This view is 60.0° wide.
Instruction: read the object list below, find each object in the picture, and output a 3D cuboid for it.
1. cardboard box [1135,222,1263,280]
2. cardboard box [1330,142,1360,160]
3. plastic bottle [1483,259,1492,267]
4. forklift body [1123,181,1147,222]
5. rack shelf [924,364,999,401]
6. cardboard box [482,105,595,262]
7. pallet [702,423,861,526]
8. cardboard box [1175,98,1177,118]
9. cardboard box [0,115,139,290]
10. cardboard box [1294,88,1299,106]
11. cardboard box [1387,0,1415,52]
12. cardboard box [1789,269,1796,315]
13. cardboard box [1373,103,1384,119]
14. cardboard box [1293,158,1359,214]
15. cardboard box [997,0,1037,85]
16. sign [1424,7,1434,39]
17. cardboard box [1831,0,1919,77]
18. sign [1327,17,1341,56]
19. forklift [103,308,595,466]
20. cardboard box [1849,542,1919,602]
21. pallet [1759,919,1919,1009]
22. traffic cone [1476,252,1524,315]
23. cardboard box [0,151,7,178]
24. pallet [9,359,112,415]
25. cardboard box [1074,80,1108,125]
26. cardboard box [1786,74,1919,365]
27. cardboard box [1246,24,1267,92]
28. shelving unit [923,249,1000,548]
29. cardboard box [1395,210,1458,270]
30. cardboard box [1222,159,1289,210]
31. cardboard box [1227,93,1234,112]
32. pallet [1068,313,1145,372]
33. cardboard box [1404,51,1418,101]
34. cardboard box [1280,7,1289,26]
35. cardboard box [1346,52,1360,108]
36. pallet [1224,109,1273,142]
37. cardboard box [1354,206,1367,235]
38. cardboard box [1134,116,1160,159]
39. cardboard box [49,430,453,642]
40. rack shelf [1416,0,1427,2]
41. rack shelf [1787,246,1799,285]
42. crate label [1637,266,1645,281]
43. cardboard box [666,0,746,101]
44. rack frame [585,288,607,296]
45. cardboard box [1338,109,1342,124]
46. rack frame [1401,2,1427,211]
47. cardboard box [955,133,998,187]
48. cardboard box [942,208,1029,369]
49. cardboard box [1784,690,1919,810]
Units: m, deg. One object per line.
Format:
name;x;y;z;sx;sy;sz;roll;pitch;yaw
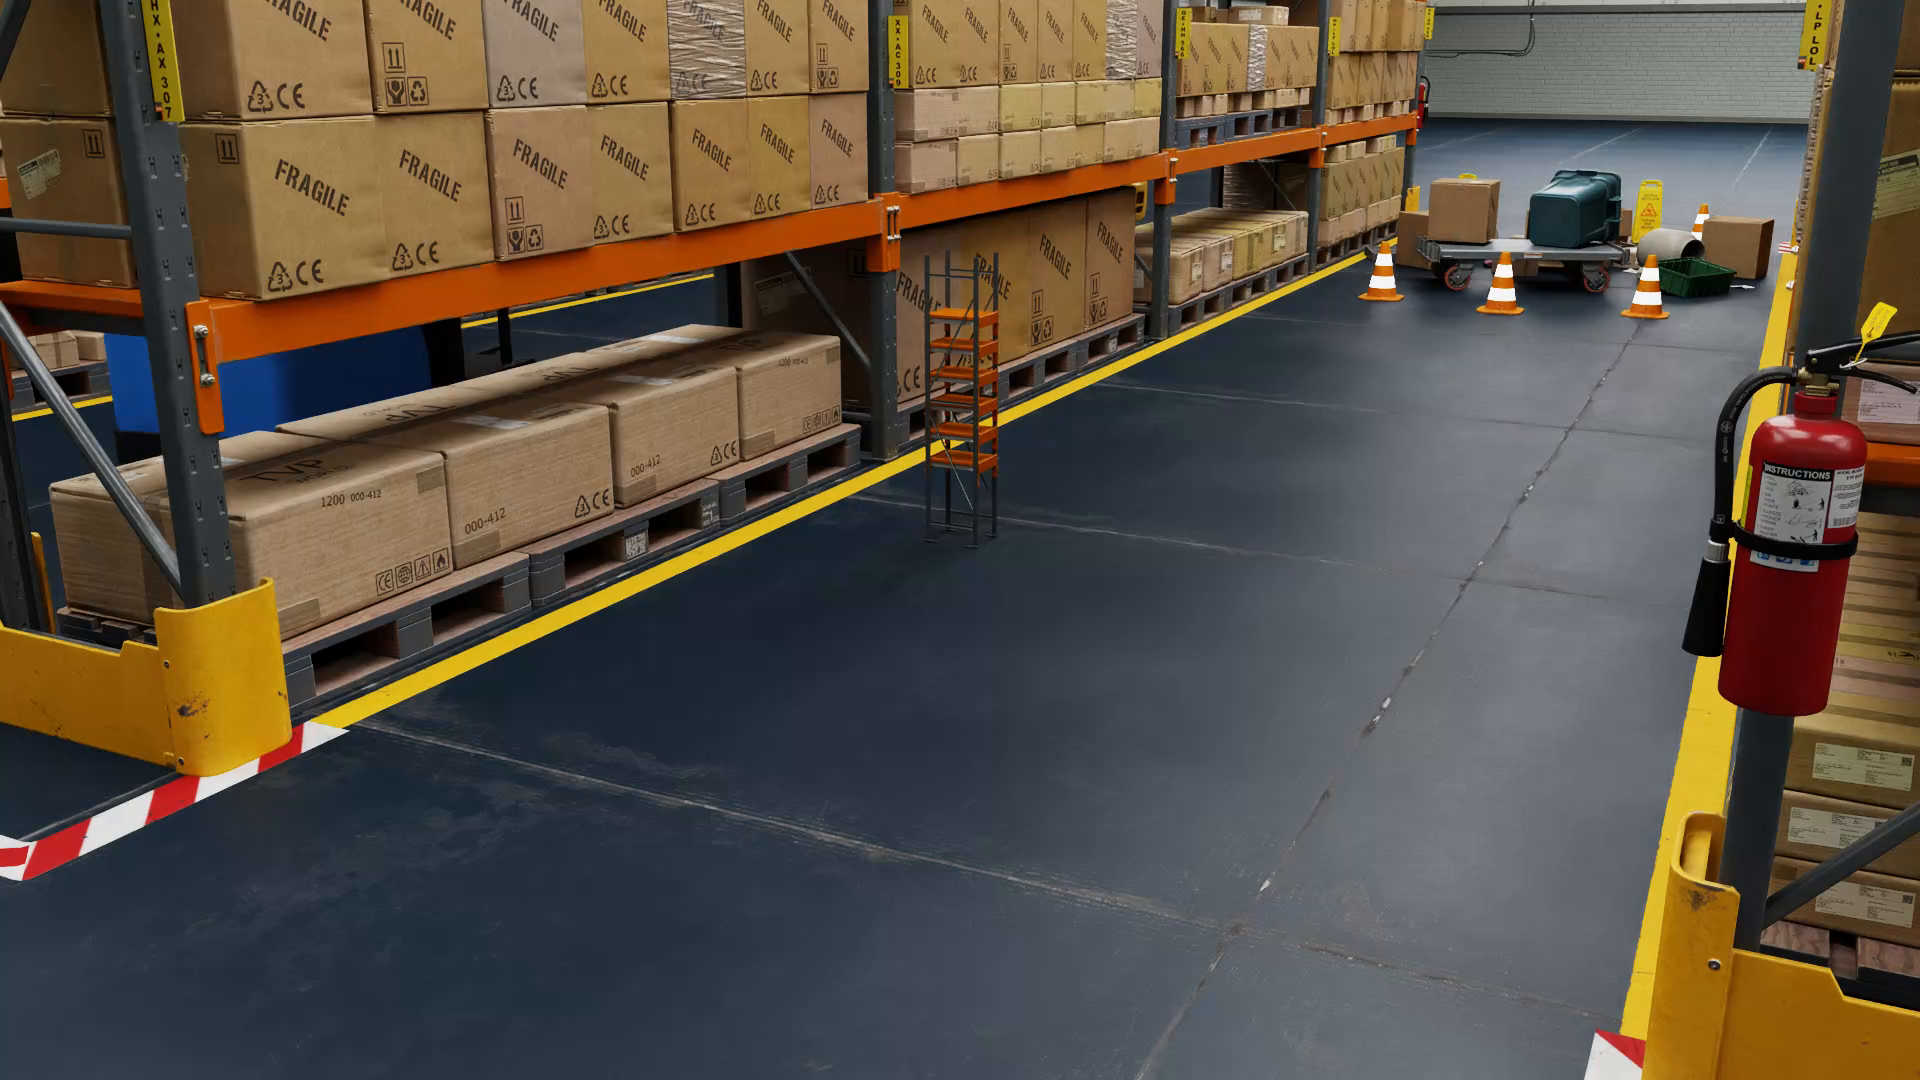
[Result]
cardboard box;1.930;-2.382;13.652;0.950;0.372;0.625;9;19;27
cardboard box;3.632;-3.760;16.050;0.380;0.149;0.250;9;19;27
plastic bottle;5.044;-2.616;15.726;0.133;0.061;0.283;12;20;35
forklift body;0.919;-4.462;18.270;2.313;2.155;1.214;8;18;25
rack shelf;0.006;-0.651;6.844;0.258;0.103;0.180;8;18;25
cardboard box;-1.657;-1.272;5.861;0.500;0.500;0.500;8;18;25
pallet;-1.195;-0.377;7.922;1.003;0.211;1.213;8;18;25
cardboard box;1.313;-3.056;11.748;0.380;0.149;0.250;7;18;22
cardboard box;-2.594;-1.083;5.226;0.500;0.500;0.500;8;18;26
cardboard box;2.673;-3.785;14.202;0.380;0.149;0.250;8;18;24
cardboard box;4.175;-5.195;16.791;0.700;0.500;0.500;8;18;25
cardboard box;4.260;-1.143;7.940;0.500;0.250;0.500;7;18;23
cardboard box;4.092;-4.376;16.931;0.380;0.149;0.250;8;18;25
cardboard box;3.523;-3.431;16.083;0.500;0.500;0.500;9;19;28
cardboard box;0.097;-2.760;9.118;0.500;0.500;0.500;8;18;24
sign;5.064;-5.584;17.969;0.100;0.325;0.005;8;18;25
cardboard box;1.883;-1.092;2.979;0.500;0.500;0.500;8;18;24
sign;3.287;-4.420;14.604;0.100;0.325;0.005;8;18;25
forklift;-2.991;-1.981;8.545;1.130;2.935;3.031;5;17;16
cardboard box;2.536;0.114;4.598;0.380;0.149;0.250;7;18;24
pallet;2.329;0.841;3.823;1.003;0.211;1.213;8;18;25
traffic cone;4.253;-2.024;13.025;0.336;0.463;0.334;8;18;25
cardboard box;-5.477;-2.092;9.241;0.380;0.149;0.250;9;19;27
pallet;-5.535;-1.016;10.075;1.003;0.211;1.213;8;18;25
cardboard box;0.577;-2.664;10.110;0.500;0.250;0.500;8;18;24
cardboard box;1.871;-0.612;3.118;0.500;0.500;0.500;9;19;26
cardboard box;2.098;-3.789;13.078;0.500;0.500;0.500;7;18;23
shelving unit;0.006;-0.579;6.866;0.258;1.200;0.189;8;18;25
cardboard box;4.485;-2.838;15.695;0.500;0.500;0.500;-7;18;-22
cardboard box;2.814;-3.362;15.851;0.500;0.500;0.500;8;18;25
cardboard box;1.904;-3.403;12.918;0.380;0.149;0.250;9;19;28
pallet;0.582;-1.388;11.327;1.003;0.211;1.213;8;18;25
cardboard box;4.581;-4.971;17.794;0.500;0.500;0.500;8;18;24
cardboard box;2.489;-4.314;13.706;0.380;0.149;0.250;8;18;24
cardboard box;3.439;-4.333;15.646;0.500;0.500;0.500;8;18;25
pallet;1.850;-3.333;13.316;1.003;0.211;1.213;8;18;25
cardboard box;3.758;-3.207;16.645;0.500;0.250;0.500;8;18;25
cardboard box;1.008;-2.682;11.050;0.500;0.250;0.500;7;18;23
cardboard box;-2.367;-0.032;5.627;0.875;0.438;0.875;7;18;24
rack shelf;3.683;-5.537;16.394;1.077;0.370;4.000;8;18;25
rack shelf;4.582;-1.458;7.927;1.077;0.370;4.000;8;18;25
crate label;6.128;-2.333;14.637;0.298;0.136;0.250;-4;17;-13
cardboard box;-1.202;-2.010;6.591;0.500;0.500;0.500;8;18;26
rack frame;-3.440;-3.546;13.696;1.000;3.000;0.127;8;18;25
cardboard box;3.375;-3.996;15.652;0.380;0.149;0.250;8;18;25
rack frame;4.577;-4.954;18.434;1.000;3.000;0.127;8;18;25
cardboard box;-0.123;-2.036;8.873;0.500;0.250;0.500;8;18;24
cardboard box;-0.183;-1.479;9.730;0.875;0.875;0.875;9;19;27
cardboard box;1.911;0.439;3.503;0.380;0.149;0.250;8;18;26
